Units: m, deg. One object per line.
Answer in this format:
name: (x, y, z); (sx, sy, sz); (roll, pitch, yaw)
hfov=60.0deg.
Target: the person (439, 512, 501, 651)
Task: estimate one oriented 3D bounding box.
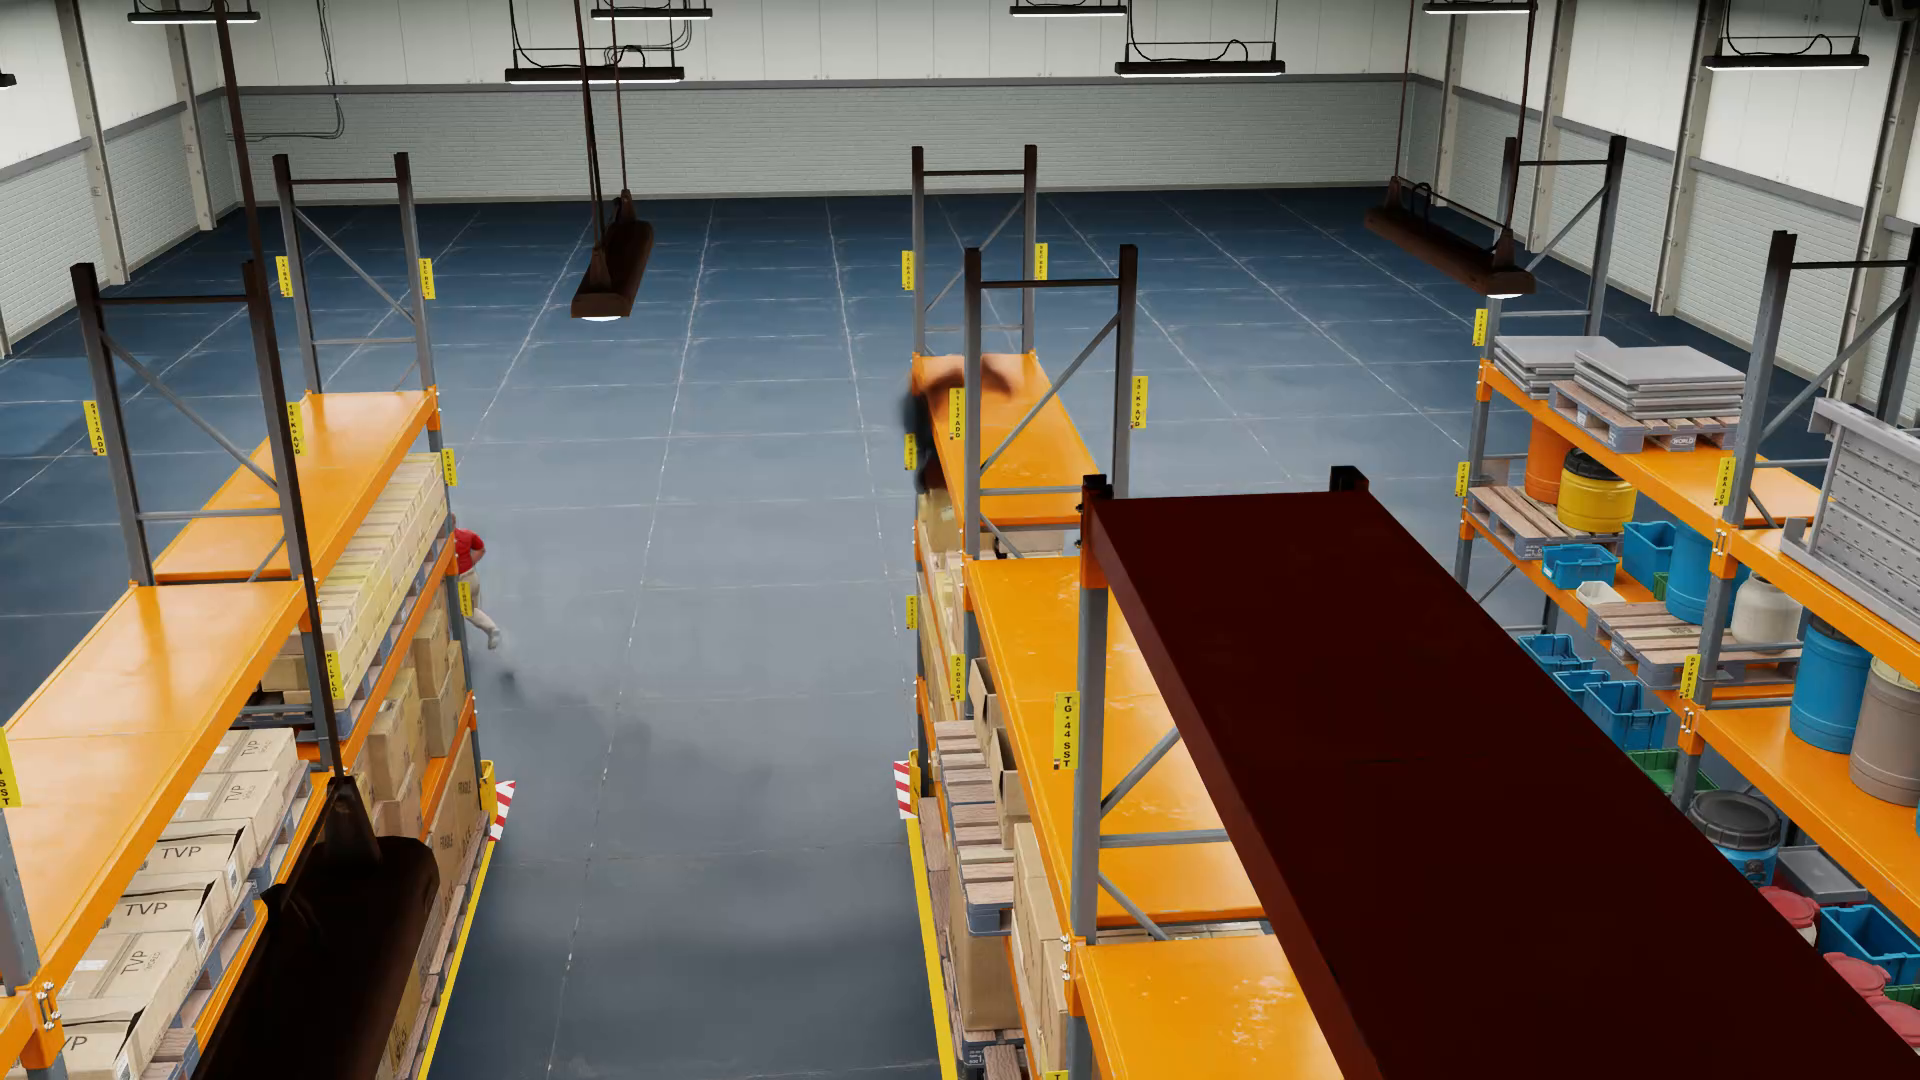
person: (-5.410, 0.509, 18.097); (0.825, 1.715, 0.688); (13, 25, 30)
